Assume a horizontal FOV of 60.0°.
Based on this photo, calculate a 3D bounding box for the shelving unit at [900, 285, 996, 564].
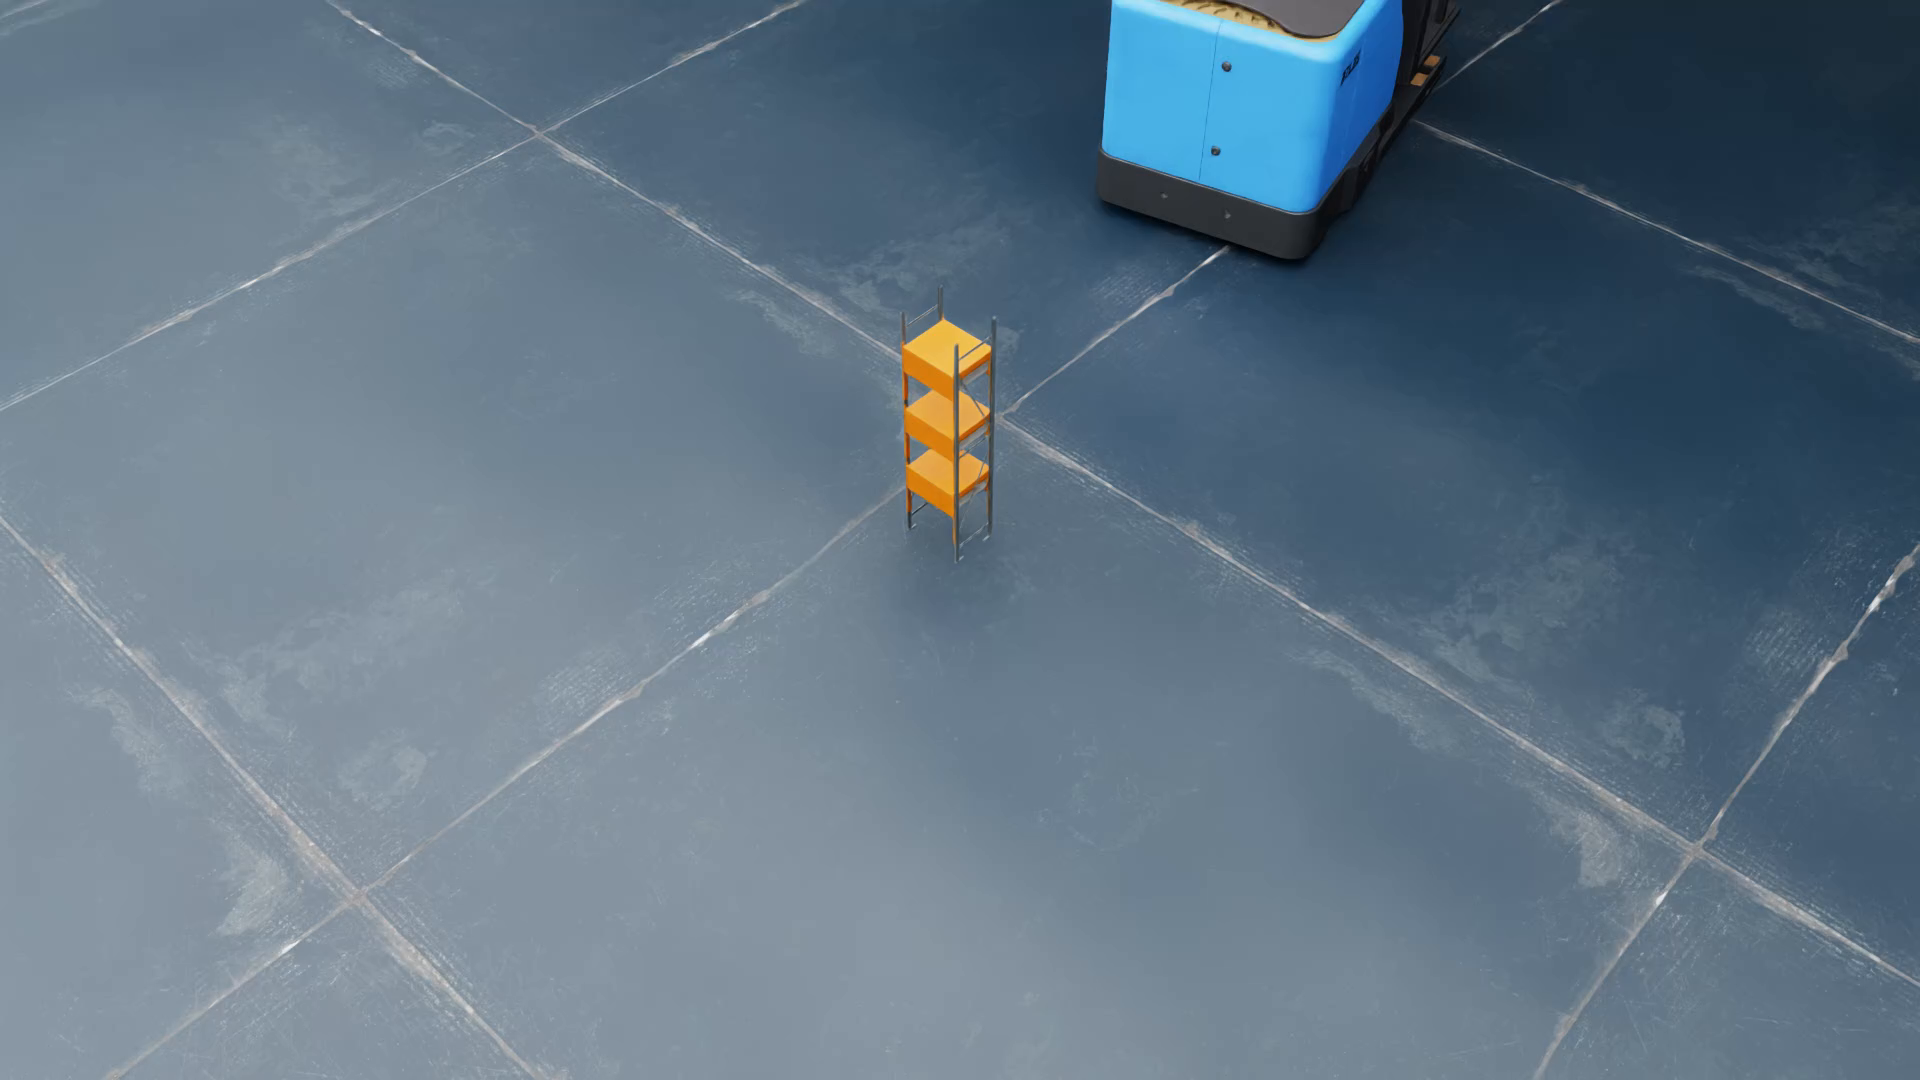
[{"bbox_3d":[-0.039,-0.386,5.892,0.252,1.050,0.215,34,55,28],"label":"shelving unit"}]

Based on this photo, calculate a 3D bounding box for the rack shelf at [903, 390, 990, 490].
[{"bbox_3d":[-0.039,-0.379,5.900,0.240,0.259,0.215,34,55,28],"label":"rack shelf"}]

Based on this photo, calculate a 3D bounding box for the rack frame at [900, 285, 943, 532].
[{"bbox_3d":[-0.129,-0.446,5.949,0.008,1.050,0.200,34,55,28],"label":"rack frame"}]

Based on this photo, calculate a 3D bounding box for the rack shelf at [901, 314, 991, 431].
[{"bbox_3d":[-0.039,-0.573,5.693,0.240,0.259,0.215,34,55,28],"label":"rack shelf"}]

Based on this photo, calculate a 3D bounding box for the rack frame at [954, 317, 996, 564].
[{"bbox_3d":[0.050,-0.325,5.835,0.008,1.050,0.200,34,55,28],"label":"rack frame"}]

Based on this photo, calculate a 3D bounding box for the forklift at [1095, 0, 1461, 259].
[{"bbox_3d":[1.787,-3.307,7.345,1.130,2.935,3.031,22,51,20],"label":"forklift"}]

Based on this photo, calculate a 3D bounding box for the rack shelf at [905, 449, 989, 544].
[{"bbox_3d":[-0.039,-0.188,6.102,0.240,0.259,0.215,34,55,28],"label":"rack shelf"}]
